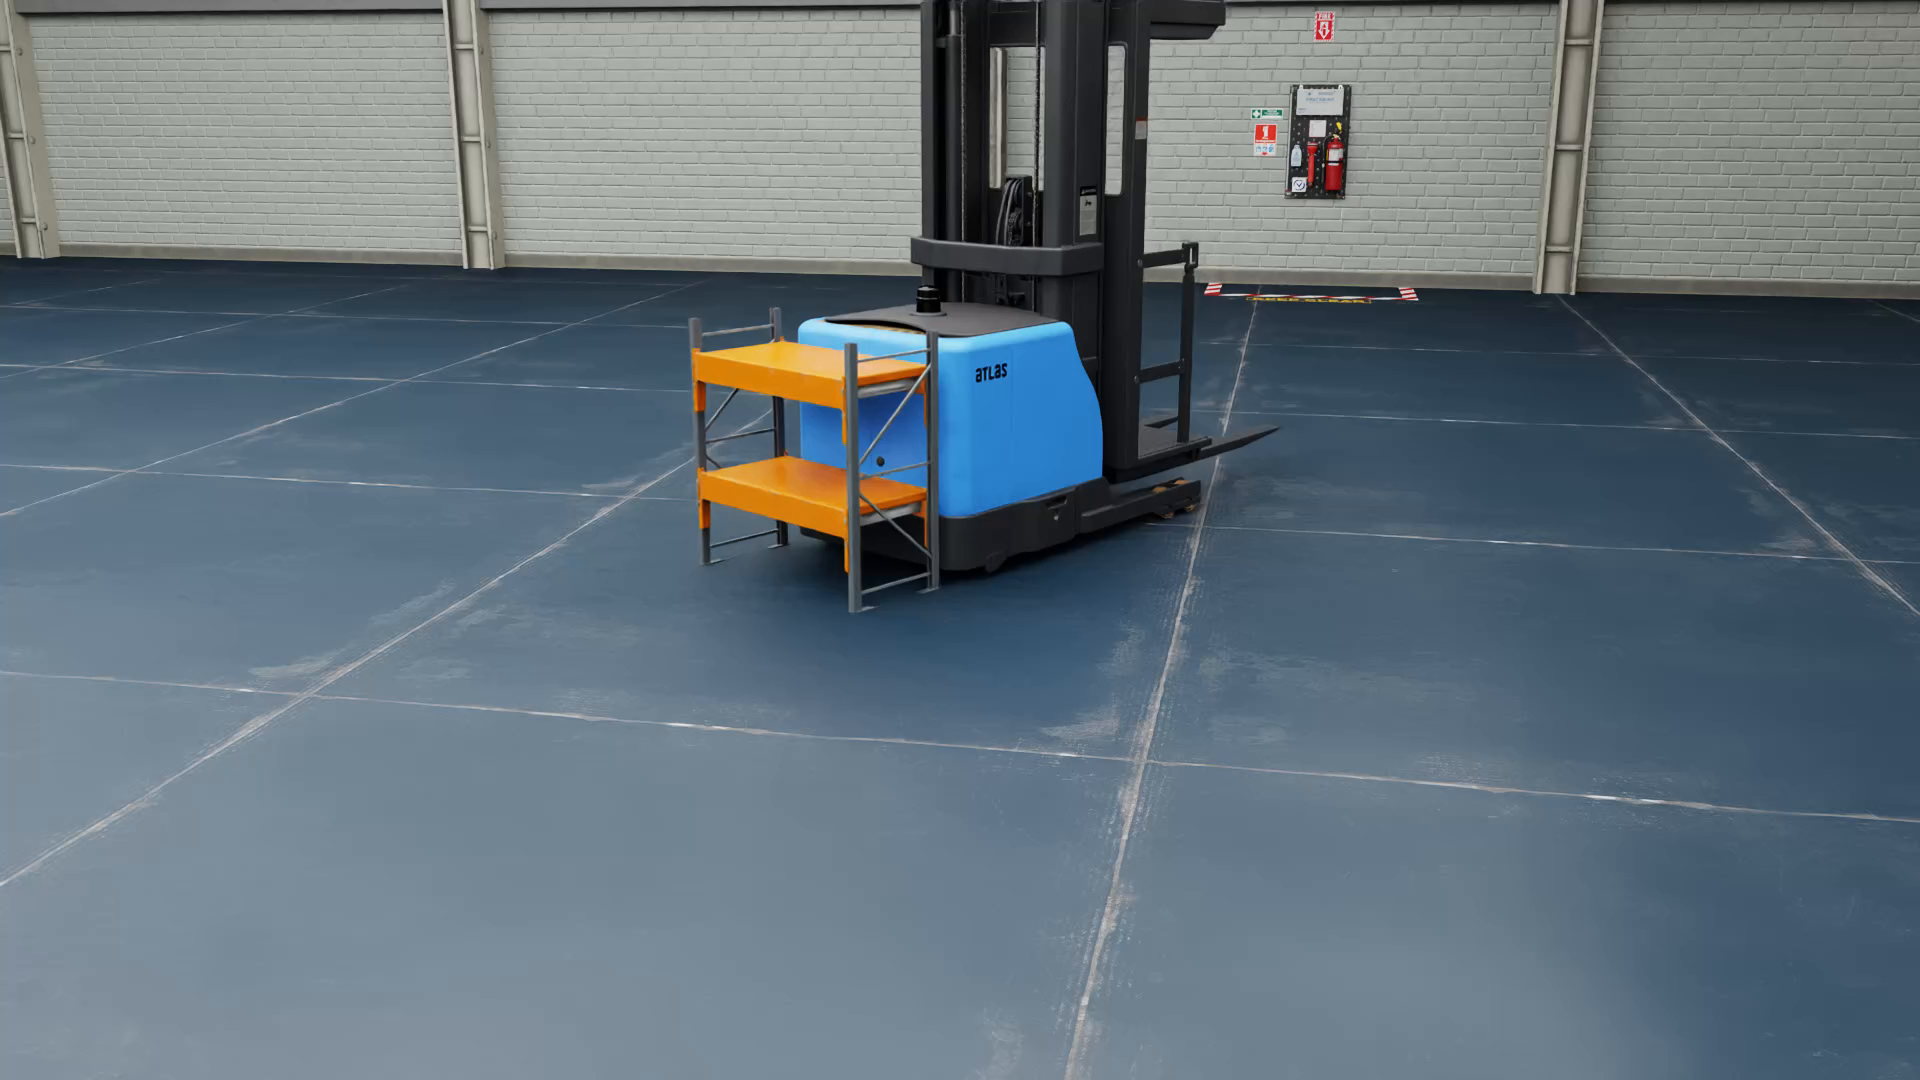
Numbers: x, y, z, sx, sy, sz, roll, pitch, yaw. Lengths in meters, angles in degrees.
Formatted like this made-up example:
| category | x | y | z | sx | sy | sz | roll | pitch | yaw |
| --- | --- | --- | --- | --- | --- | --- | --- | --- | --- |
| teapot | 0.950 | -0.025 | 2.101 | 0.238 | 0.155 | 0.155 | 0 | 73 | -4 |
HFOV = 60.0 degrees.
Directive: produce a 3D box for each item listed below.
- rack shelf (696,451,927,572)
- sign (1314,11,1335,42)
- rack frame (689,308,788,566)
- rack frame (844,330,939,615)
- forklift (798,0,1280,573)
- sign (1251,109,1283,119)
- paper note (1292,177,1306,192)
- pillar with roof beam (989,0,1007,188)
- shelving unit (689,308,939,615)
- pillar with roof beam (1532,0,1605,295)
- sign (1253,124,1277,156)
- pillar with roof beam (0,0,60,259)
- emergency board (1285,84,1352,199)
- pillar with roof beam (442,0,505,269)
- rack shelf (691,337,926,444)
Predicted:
| category | x | y | z | sx | sy | sz | roll | pitch | yaw |
| --- | --- | --- | --- | --- | --- | --- | --- | --- | --- |
| rack shelf | -0.639 | -0.143 | 7.316 | 1.000 | 0.278 | 0.538 | 15 | 21 | 42 |
| sign | 3.762 | -5.303 | 17.173 | 0.199 | 0.298 | 0.001 | 3 | 16 | 11 |
| rack frame | -1.003 | -0.473 | 7.593 | 0.032 | 1.125 | 0.500 | 15 | 21 | 42 |
| rack frame | -0.275 | -0.284 | 6.909 | 0.032 | 1.125 | 0.500 | 15 | 21 | 42 |
| forklift | 0.585 | -1.594 | 8.257 | 1.130 | 2.935 | 3.031 | 13 | 20 | 39 |
| sign | 3.232 | -4.485 | 17.506 | 0.331 | 0.109 | 0.001 | 3 | 16 | 11 |
| paper note | 3.591 | -3.762 | 17.604 | 0.142 | 0.148 | 0.016 | 3 | 16 | 11 |
| pillar with roof beam | -0.573 | -6.102 | 13.162 | 0.400 | 9.000 | 9.100 | 3 | 16 | 11 |
| shelving unit | -0.639 | -0.378 | 7.251 | 1.048 | 1.125 | 0.538 | 15 | 21 | 42 |
| pillar with roof beam | 5.307 | -5.782 | 12.010 | 0.400 | 9.000 | 9.100 | 3 | 16 | 11 |
| sign | 3.229 | -4.232 | 17.586 | 0.234 | 0.329 | 0.001 | 3 | 16 | 11 |
| pillar with roof beam | -12.332 | -6.740 | 15.467 | 0.400 | 9.000 | 9.100 | 3 | 16 | 11 |
| emergency board | 3.750 | -4.159 | 17.387 | 0.643 | 1.169 | 0.194 | 3 | 16 | 11 |
| pillar with roof beam | -6.453 | -6.421 | 14.314 | 0.400 | 9.000 | 9.100 | 3 | 16 | 11 |
| rack shelf | -0.639 | -0.660 | 7.173 | 1.000 | 0.278 | 0.538 | 15 | 21 | 42 |
